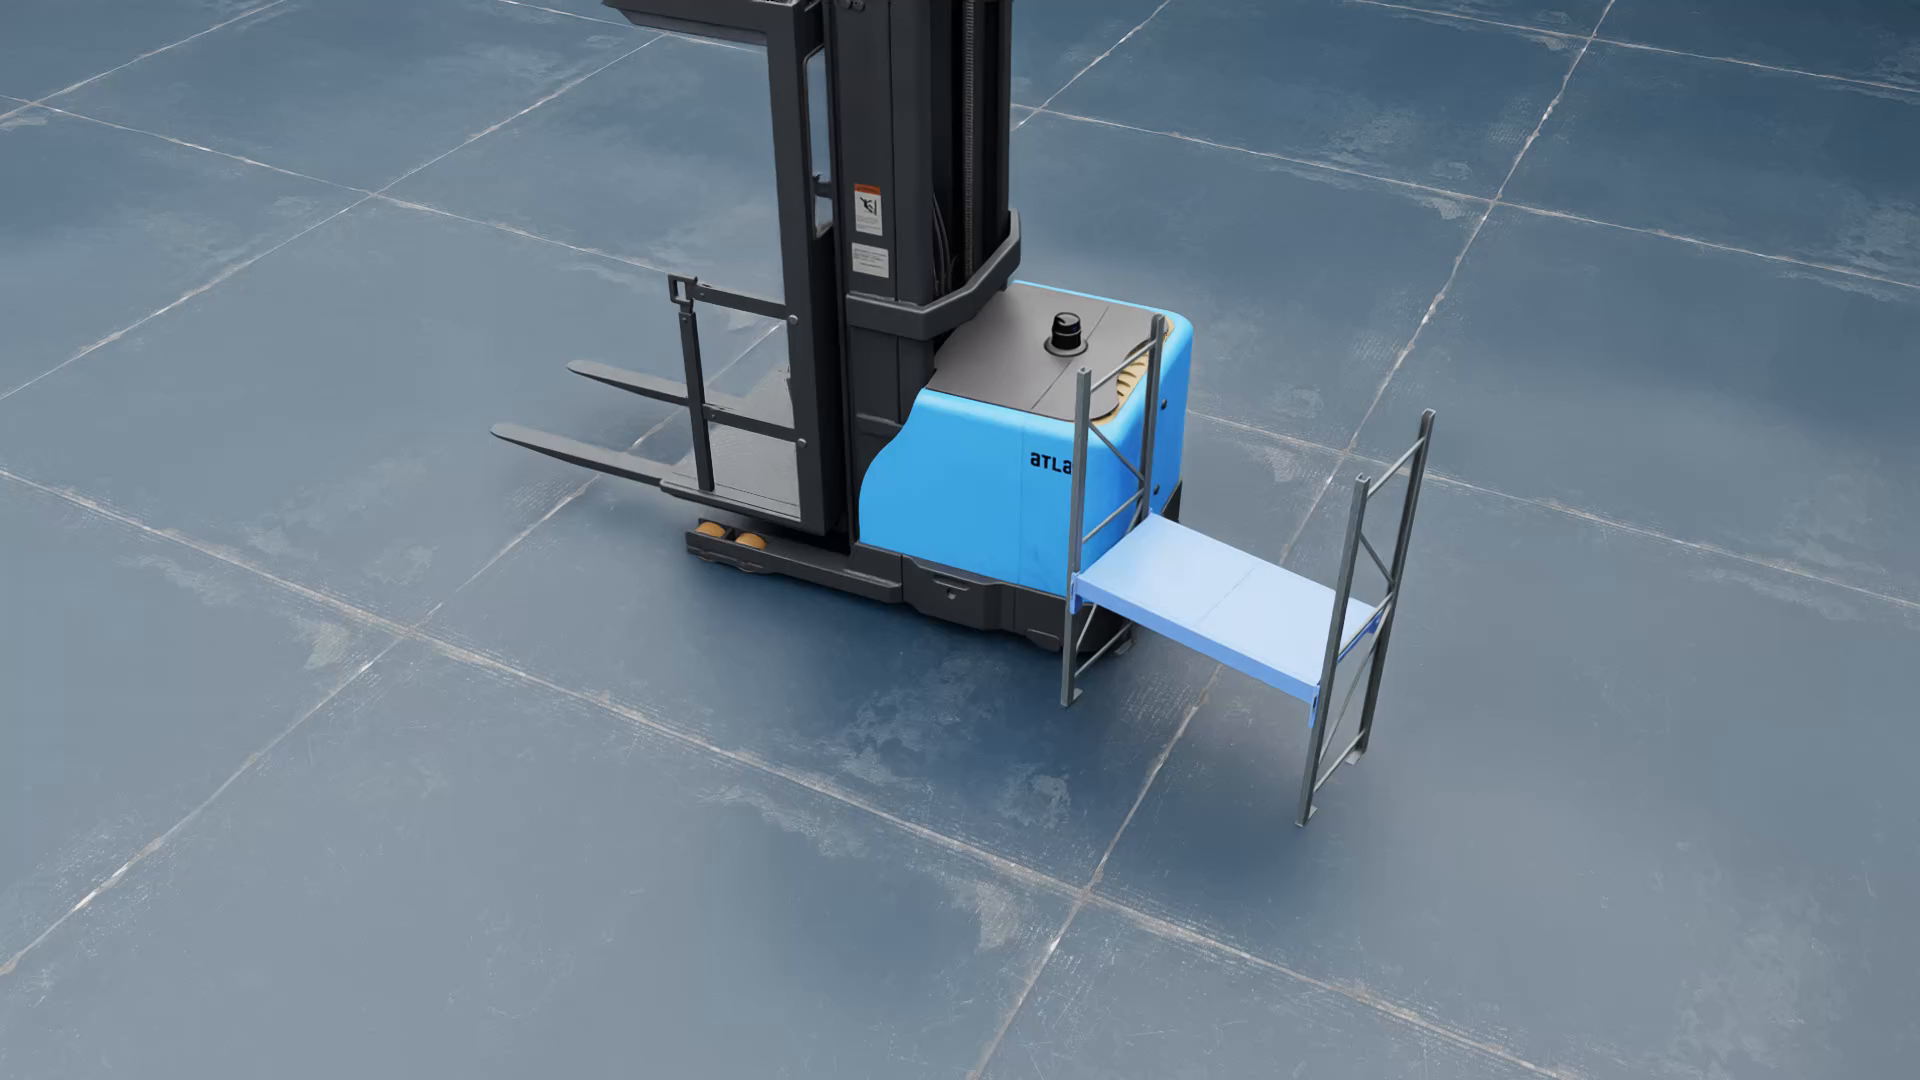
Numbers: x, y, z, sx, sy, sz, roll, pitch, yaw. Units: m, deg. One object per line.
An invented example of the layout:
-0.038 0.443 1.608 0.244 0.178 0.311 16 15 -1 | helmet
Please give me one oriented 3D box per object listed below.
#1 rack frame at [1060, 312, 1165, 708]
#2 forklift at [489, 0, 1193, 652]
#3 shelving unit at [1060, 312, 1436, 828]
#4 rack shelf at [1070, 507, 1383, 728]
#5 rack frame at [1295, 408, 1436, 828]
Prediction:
0.552 -0.076 6.110 0.032 1.500 0.500 25 44 29 | rack frame
-0.616 -1.304 6.544 3.031 2.935 1.130 15 40 19 | forklift
0.954 0.112 5.862 1.048 1.500 0.538 25 44 29 | shelving unit
0.954 0.255 5.971 1.000 0.185 0.538 25 44 29 | rack shelf
1.356 0.300 5.614 0.032 1.500 0.500 25 44 29 | rack frame
